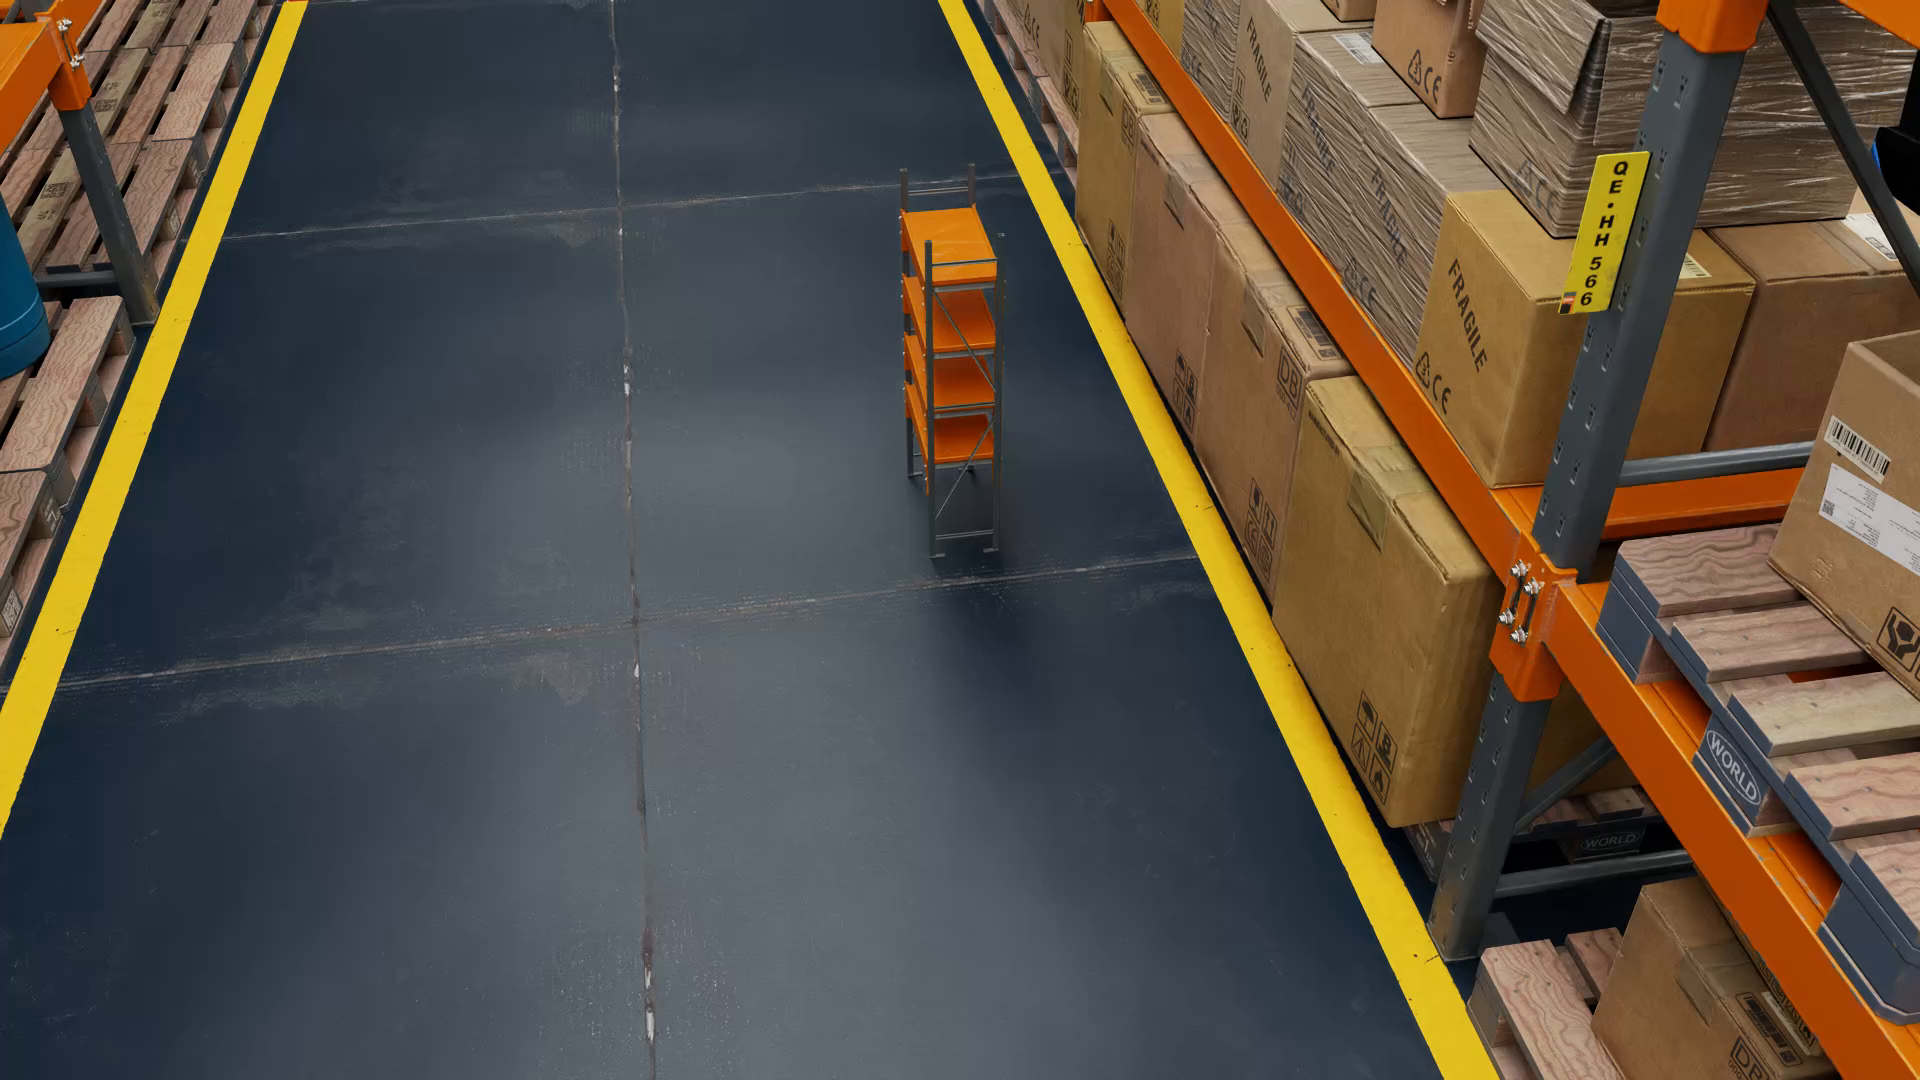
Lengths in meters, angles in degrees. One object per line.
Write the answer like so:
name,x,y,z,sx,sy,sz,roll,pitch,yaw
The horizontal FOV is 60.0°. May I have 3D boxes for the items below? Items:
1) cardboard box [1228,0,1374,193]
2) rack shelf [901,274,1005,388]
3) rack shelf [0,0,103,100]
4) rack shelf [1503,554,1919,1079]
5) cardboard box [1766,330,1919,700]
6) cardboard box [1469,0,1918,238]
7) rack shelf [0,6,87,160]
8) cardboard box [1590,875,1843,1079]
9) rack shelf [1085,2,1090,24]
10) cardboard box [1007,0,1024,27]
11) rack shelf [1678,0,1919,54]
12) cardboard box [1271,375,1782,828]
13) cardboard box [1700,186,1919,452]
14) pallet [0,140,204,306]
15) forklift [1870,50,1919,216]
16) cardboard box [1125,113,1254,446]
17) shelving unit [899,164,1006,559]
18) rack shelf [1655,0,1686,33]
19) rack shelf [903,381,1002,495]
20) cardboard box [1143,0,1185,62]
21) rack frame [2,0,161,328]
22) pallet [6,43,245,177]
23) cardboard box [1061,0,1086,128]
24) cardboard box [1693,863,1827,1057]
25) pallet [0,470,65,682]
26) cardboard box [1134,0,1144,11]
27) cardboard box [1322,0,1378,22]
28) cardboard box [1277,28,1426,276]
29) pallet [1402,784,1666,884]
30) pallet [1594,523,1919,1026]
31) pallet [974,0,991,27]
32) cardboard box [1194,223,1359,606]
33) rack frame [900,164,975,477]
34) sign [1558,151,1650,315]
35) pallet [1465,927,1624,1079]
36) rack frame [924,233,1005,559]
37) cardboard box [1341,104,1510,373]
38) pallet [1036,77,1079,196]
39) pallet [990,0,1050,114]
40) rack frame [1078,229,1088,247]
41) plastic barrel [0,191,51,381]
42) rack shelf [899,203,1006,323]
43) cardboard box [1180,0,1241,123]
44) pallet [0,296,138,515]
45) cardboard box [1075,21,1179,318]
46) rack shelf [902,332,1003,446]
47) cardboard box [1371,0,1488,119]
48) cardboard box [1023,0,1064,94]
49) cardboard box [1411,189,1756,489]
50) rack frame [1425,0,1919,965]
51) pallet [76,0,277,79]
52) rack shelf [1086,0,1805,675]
cardboard box,1.145,-1.404,5.030,0.500,0.500,0.500,-6,38,-7
rack shelf,-0.029,-0.697,5.415,0.258,0.148,0.480,-6,38,-8
rack shelf,-4.188,-2.977,7.724,1.077,0.370,4.000,-6,38,-8
rack shelf,2.091,1.322,2.190,1.077,0.370,4.000,-6,38,-8
cardboard box,1.874,-0.054,2.950,0.500,0.500,0.500,-11,39,-14
cardboard box,1.628,-1.049,3.756,0.797,0.503,0.637,-5,38,-6
rack shelf,-3.487,-0.561,4.614,1.077,0.370,4.000,-6,38,-8
cardboard box,1.877,1.046,3.638,0.700,0.500,0.500,-8,39,-10
rack shelf,0.688,-3.510,8.410,1.077,0.370,4.000,-6,38,-8
cardboard box,0.688,-3.401,9.073,0.875,0.875,0.875,-6,38,-8
rack shelf,2.091,0.137,1.270,1.077,0.370,4.000,-6,38,-8
cardboard box,1.640,0.084,4.587,1.225,0.875,0.875,-8,39,-10
cardboard box,1.923,-0.533,3.909,0.500,0.500,0.500,-5,38,-7
pallet,-4.005,-1.392,7.370,1.003,0.211,1.213,-6,38,-8
forklift,4.182,-1.800,5.678,1.130,2.935,3.031,-14,40,-17
cardboard box,1.328,-0.989,5.968,1.225,0.875,0.875,-7,38,-10
shelving unit,-0.029,-0.574,5.511,0.258,1.200,0.503,-6,38,-8
rack shelf,1.389,-2.279,4.380,1.077,0.370,4.000,-6,38,-8
rack shelf,-0.029,-0.364,5.674,0.258,0.148,0.480,-6,38,-8
cardboard box,0.962,-2.017,5.820,0.500,0.500,0.500,-6,38,-8
rack frame,-3.838,-2.054,5.948,1.000,3.000,0.127,-6,38,-8
pallet,-4.222,-2.131,8.321,1.003,0.211,1.213,-6,38,-8
cardboard box,1.002,-2.320,7.681,0.875,0.875,0.875,-6,38,-8
cardboard box,1.887,0.748,3.409,0.500,0.250,0.500,-5,38,-6
pallet,-3.526,0.257,5.248,1.003,0.211,1.213,-6,38,-8
cardboard box,0.873,-2.321,6.211,0.500,0.500,0.500,-6,38,-8
cardboard box,1.392,-1.848,4.784,0.797,0.503,0.637,-5,38,-6
cardboard box,1.234,-1.096,4.635,0.500,0.500,0.500,-7,38,-9
pallet,1.676,0.447,5.003,1.003,0.211,1.213,-6,38,-8
pallet,1.970,0.324,3.044,1.213,0.211,1.003,-6,38,-8
pallet,0.555,-3.427,9.989,1.003,0.211,1.213,-6,38,-8
cardboard box,1.491,-0.455,5.281,1.225,0.875,0.875,-6,38,-8
rack frame,-0.072,-0.721,5.700,0.240,1.200,0.015,-6,38,-8
sign,1.194,-0.566,3.090,0.100,0.325,0.005,-6,38,-8
pallet,1.876,1.403,3.772,1.003,0.211,1.213,-6,38,-8
rack frame,0.014,-0.426,5.321,0.240,1.200,0.015,-6,38,-8
cardboard box,1.328,-0.783,4.231,0.500,0.500,0.500,-7,38,-8
pallet,0.982,-1.953,8.092,1.003,0.211,1.213,-6,38,-8
pallet,0.765,-2.691,9.042,1.003,0.211,1.213,-6,38,-8
rack frame,1.039,-2.586,6.634,1.000,3.000,0.127,-6,38,-8
plastic barrel,-3.759,-1.060,6.038,0.600,0.901,0.708,-6,38,-8
rack shelf,-0.029,-0.884,5.270,0.258,0.148,0.480,-6,38,-8
cardboard box,1.050,-1.715,5.431,0.500,0.500,0.500,-7,38,-9
pallet,-3.743,-0.482,6.198,1.003,0.211,1.213,-6,38,-8
cardboard box,1.171,-1.529,6.662,1.225,0.875,0.875,-6,38,-8
rack shelf,-0.029,-0.521,5.552,0.258,0.148,0.480,-6,38,-8
cardboard box,1.516,-1.443,4.263,0.797,0.503,0.637,-5,38,-7
cardboard box,0.844,-2.864,8.381,0.875,0.875,0.875,-6,38,-8
cardboard box,1.410,-0.481,3.843,0.500,0.500,0.500,-5,38,-7
rack frame,1.740,-0.170,3.524,1.000,3.000,0.127,-6,38,-8
pallet,-4.432,-2.866,9.267,1.003,0.211,1.213,-6,38,-8
rack shelf,1.389,-1.094,5.300,1.077,0.370,4.000,-6,38,-8
